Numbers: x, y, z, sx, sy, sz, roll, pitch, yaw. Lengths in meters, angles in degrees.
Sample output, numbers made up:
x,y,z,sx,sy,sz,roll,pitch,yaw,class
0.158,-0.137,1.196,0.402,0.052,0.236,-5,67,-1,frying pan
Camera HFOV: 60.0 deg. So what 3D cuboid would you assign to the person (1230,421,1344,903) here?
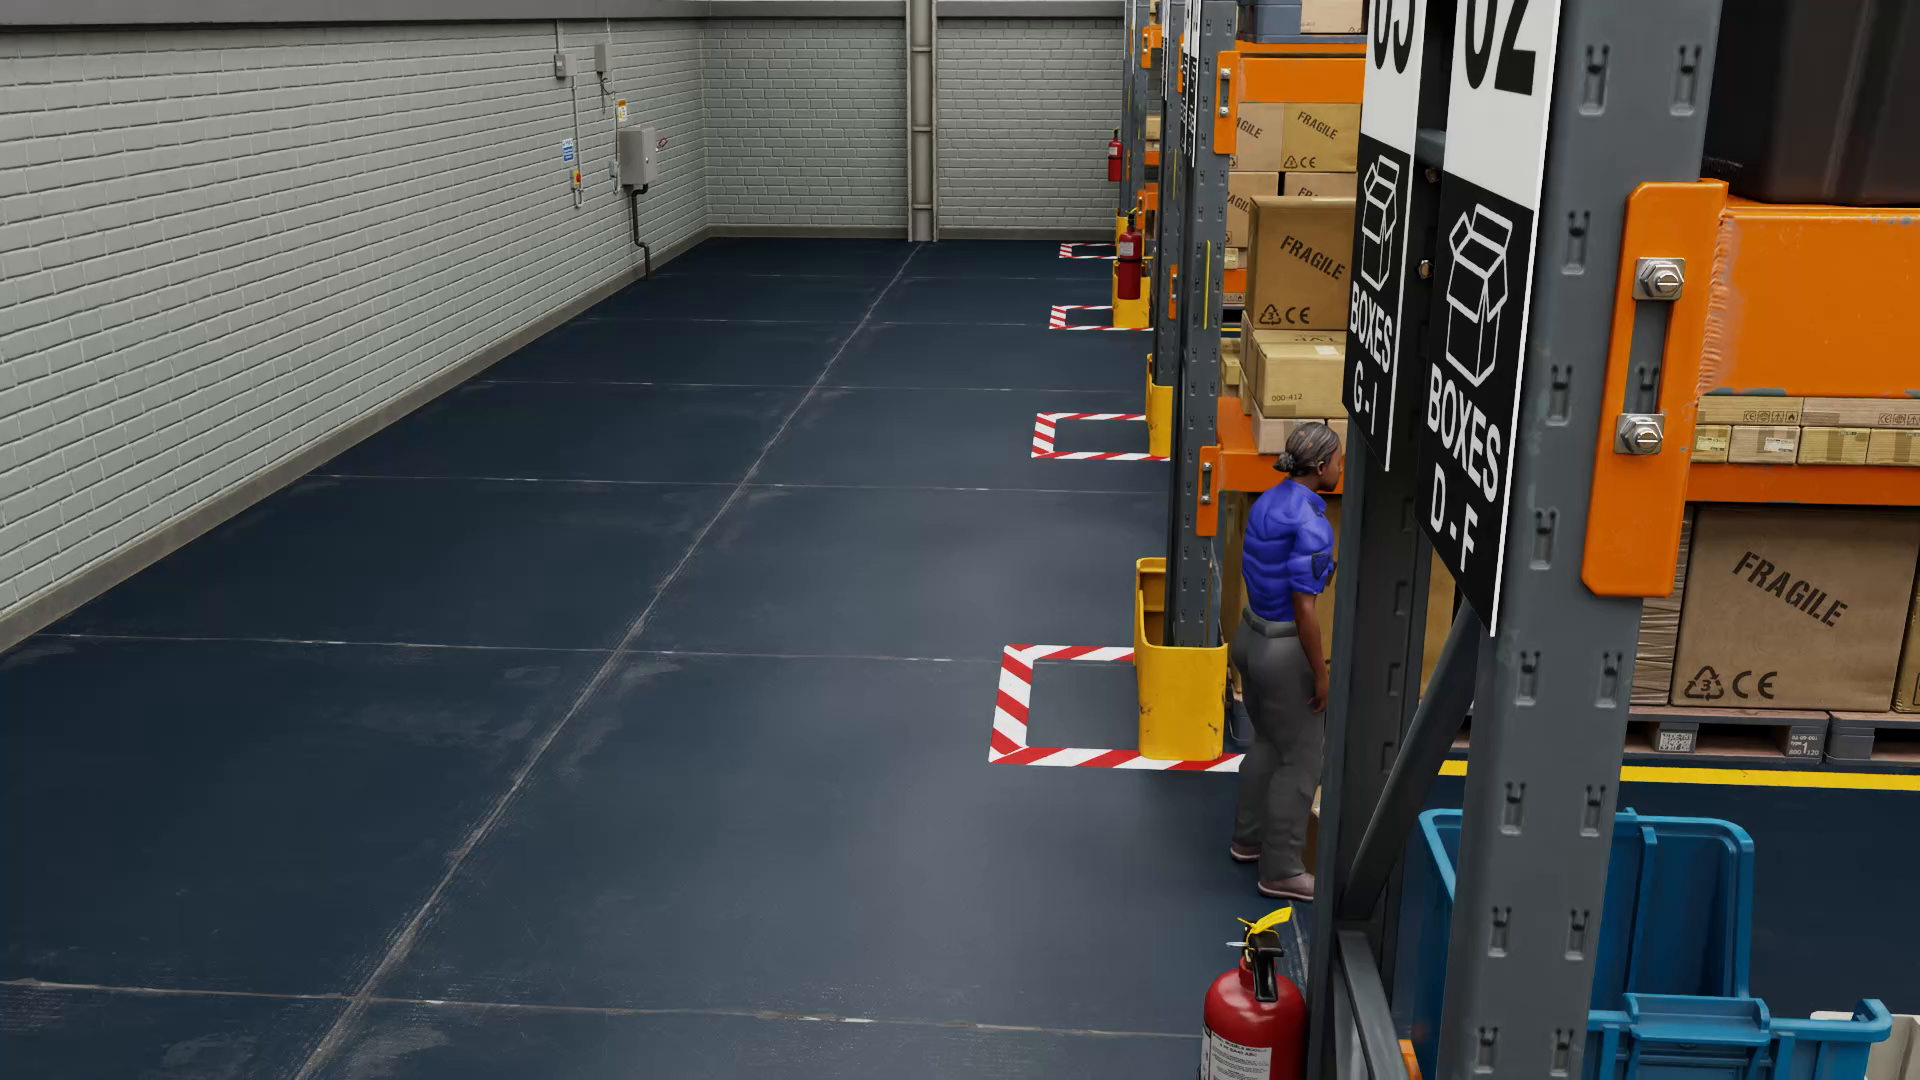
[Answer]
x,y,z,sx,sy,sz,roll,pitch,yaw,class
1.140,0.406,5.778,0.346,1.656,0.531,-4,18,-12,person
